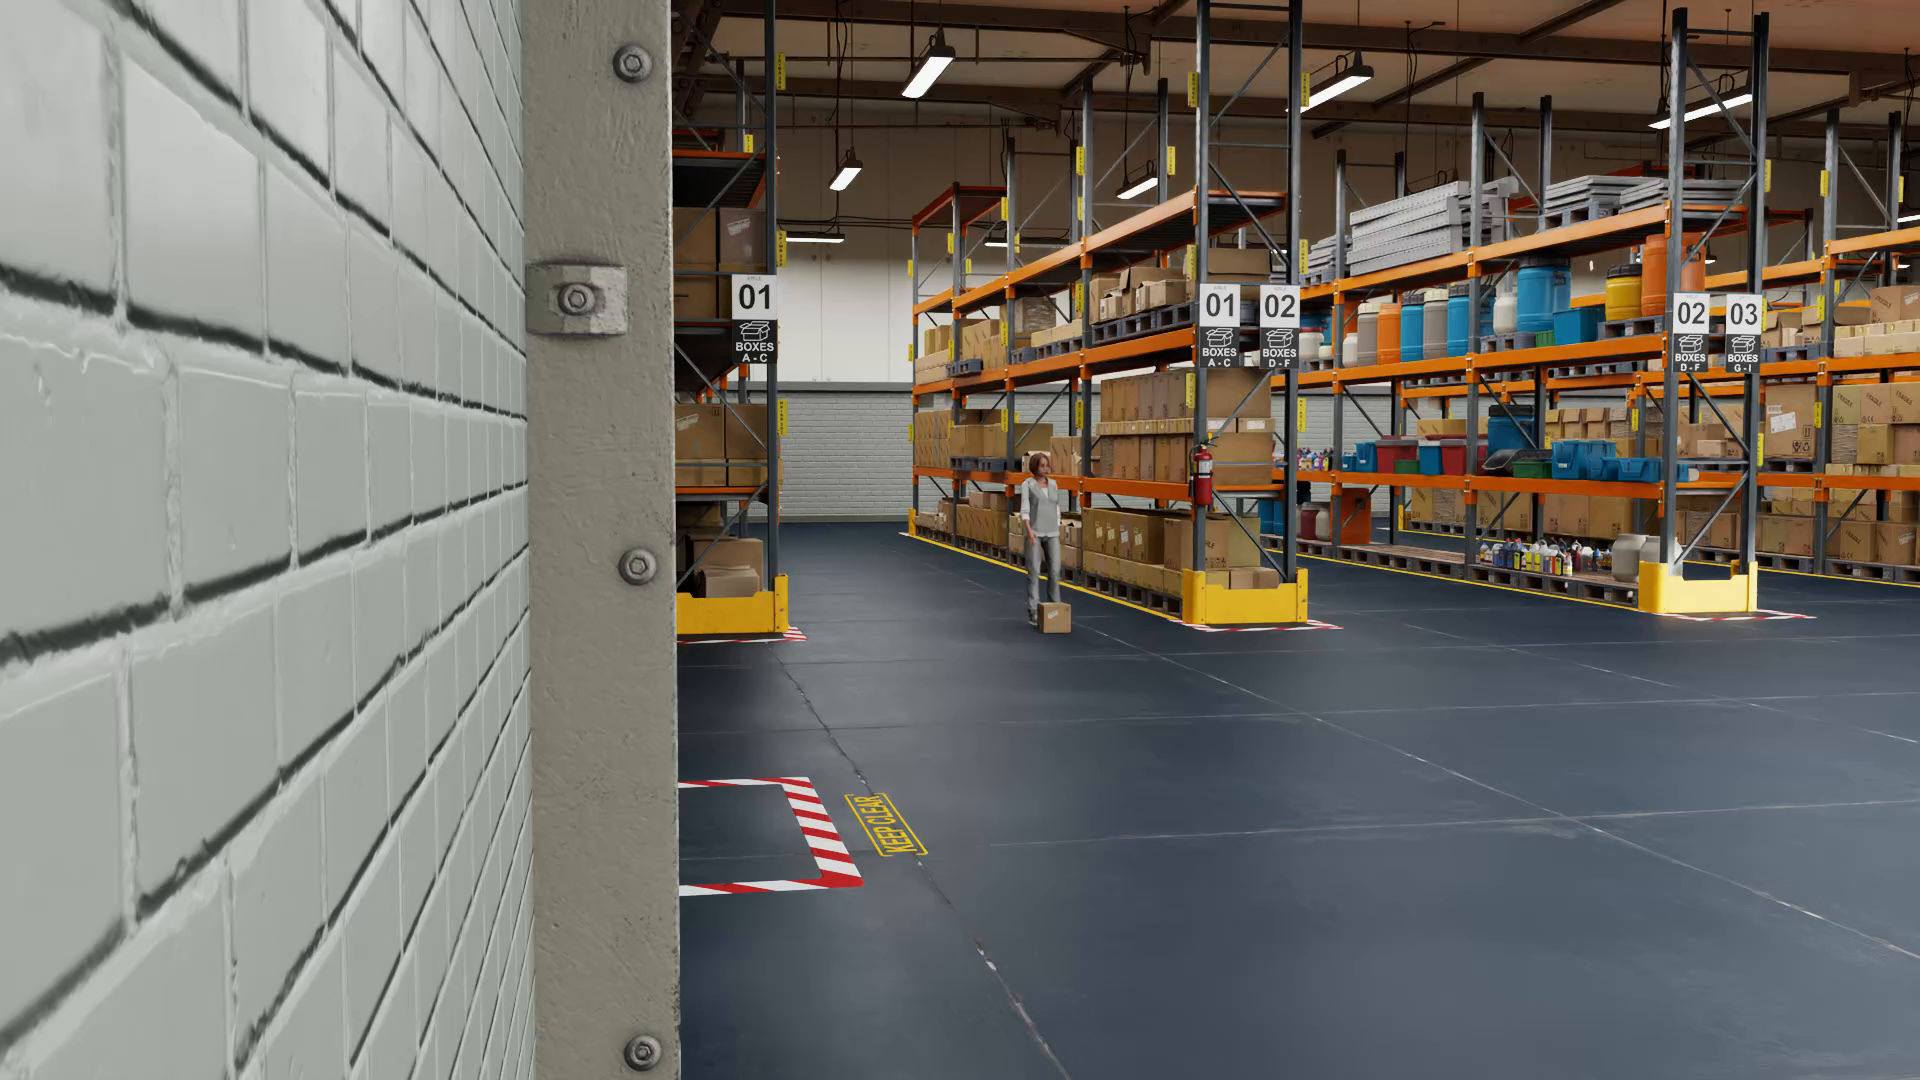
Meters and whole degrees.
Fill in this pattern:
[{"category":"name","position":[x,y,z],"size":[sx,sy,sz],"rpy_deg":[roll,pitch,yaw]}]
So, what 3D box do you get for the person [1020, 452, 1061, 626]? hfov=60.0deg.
[{"category":"person","position":[0.772,0.000,15.419],"size":[0.433,1.623,0.417],"rpy_deg":[-1,3,-19]}]
